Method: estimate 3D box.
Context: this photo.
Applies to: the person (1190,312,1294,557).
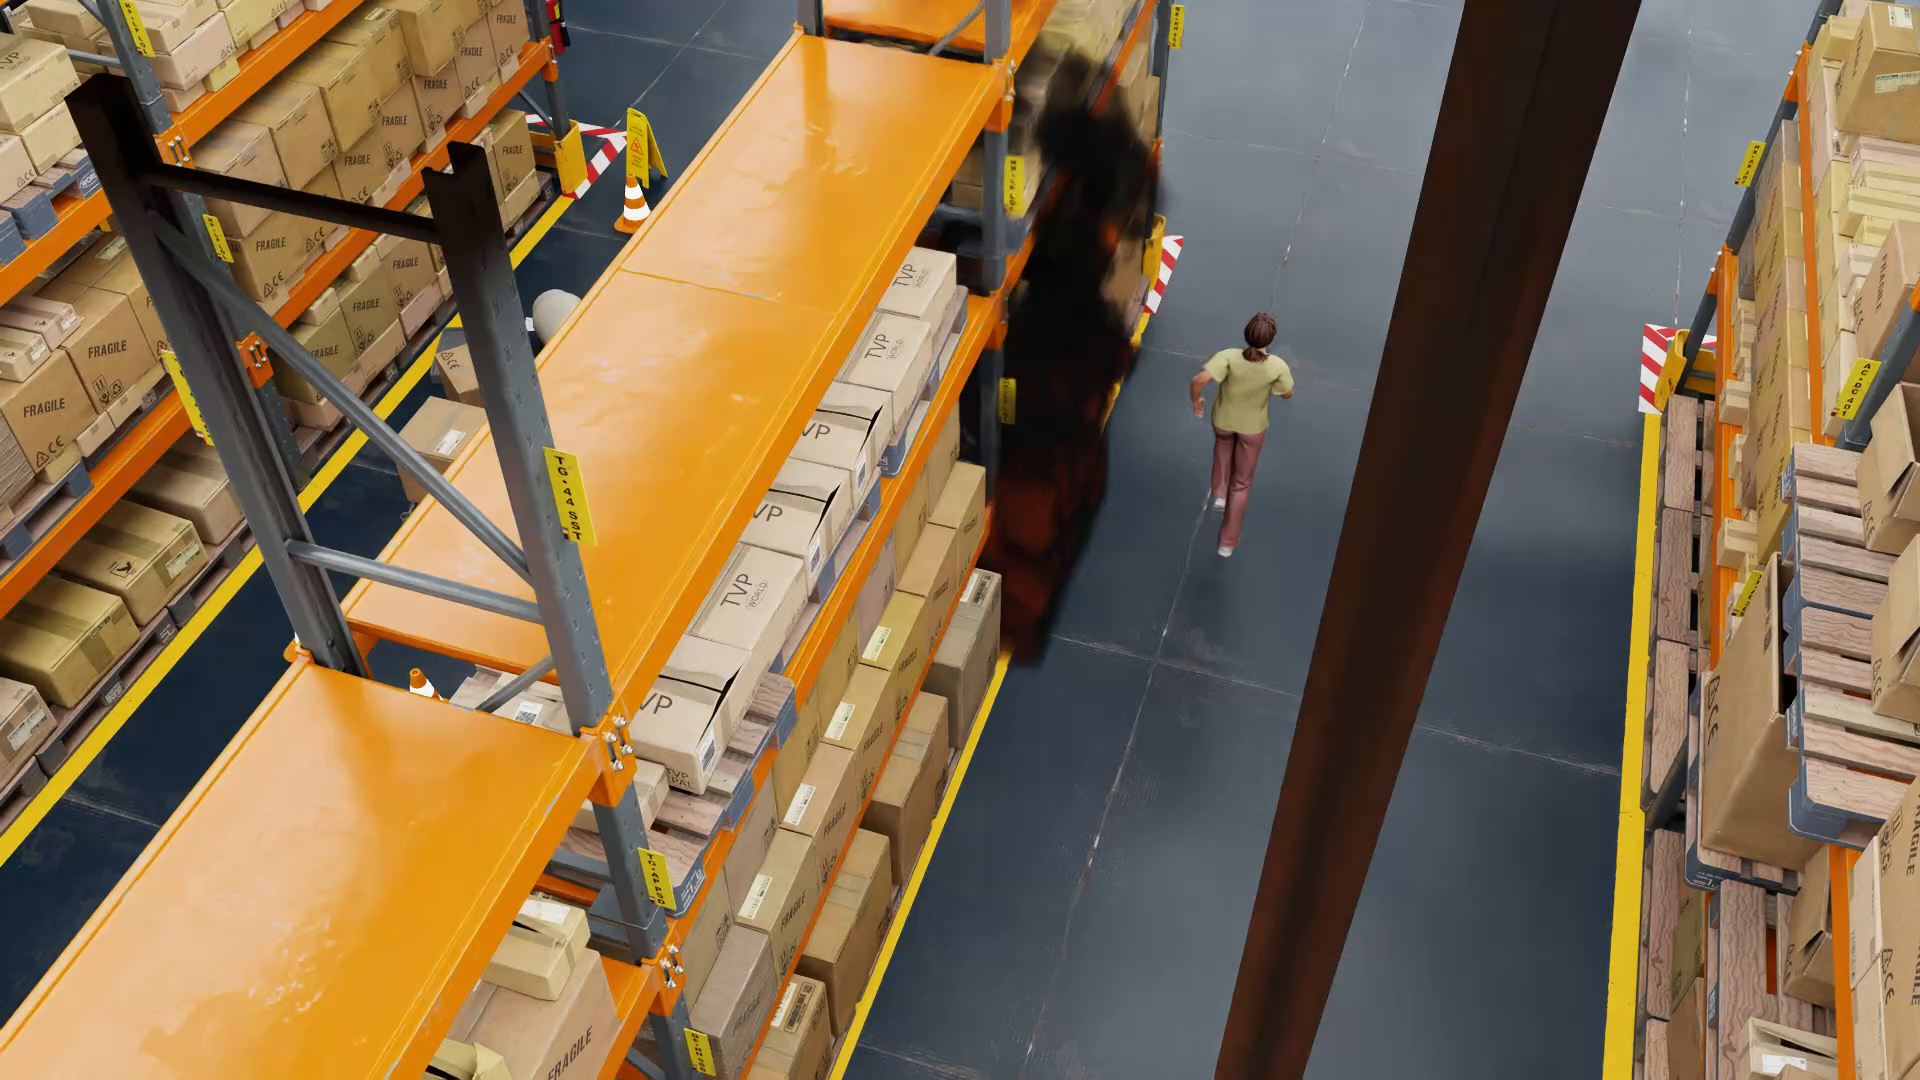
[{"bbox_3d":[1.710,-0.699,10.268,0.585,1.685,0.790,14,47,13],"label":"person"}]
